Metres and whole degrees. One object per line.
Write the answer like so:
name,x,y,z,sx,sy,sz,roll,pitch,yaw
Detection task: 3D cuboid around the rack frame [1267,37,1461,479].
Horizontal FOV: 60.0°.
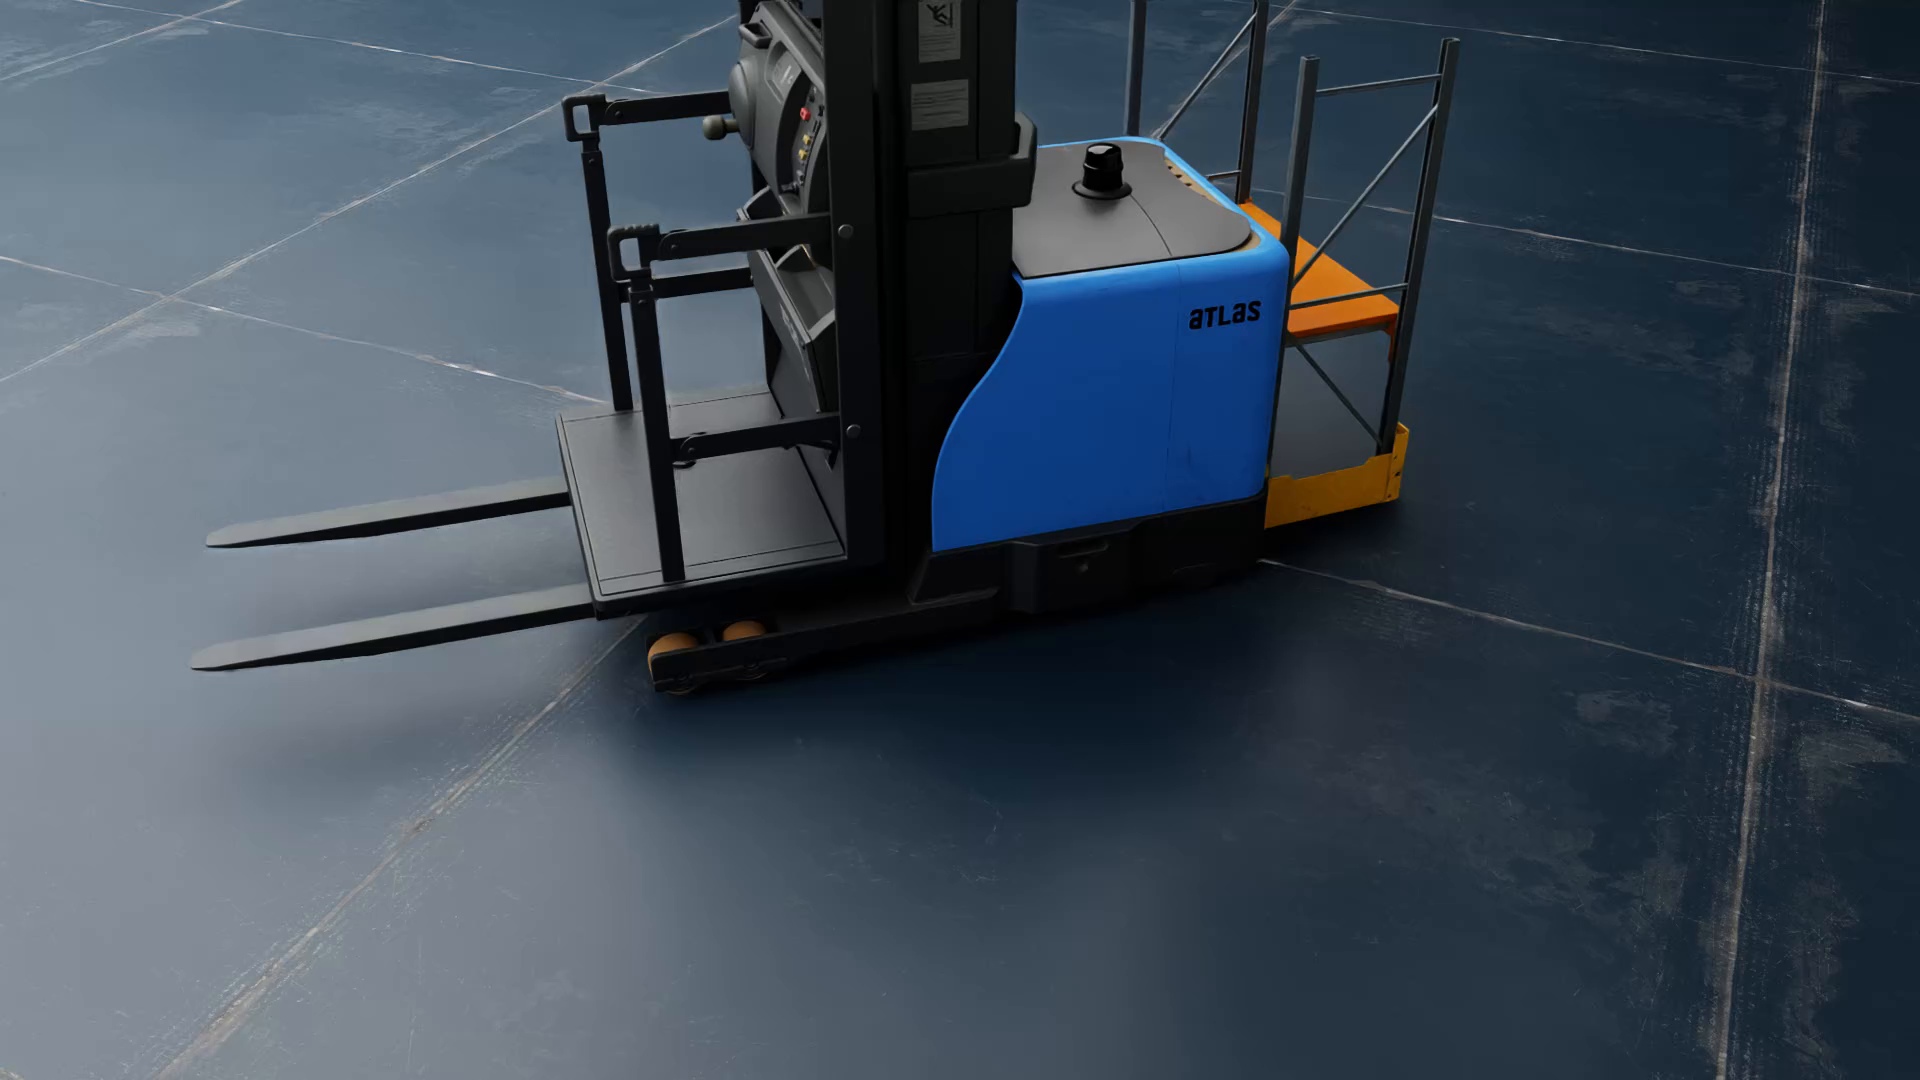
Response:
rack frame,1.160,-0.726,4.988,0.500,1.500,0.032,-12,35,-18

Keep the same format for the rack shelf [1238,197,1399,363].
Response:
rack shelf,0.973,-0.835,5.482,0.538,0.185,1.000,-12,35,-18

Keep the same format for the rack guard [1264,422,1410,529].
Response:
rack guard,1.158,-0.204,5.331,0.587,0.250,0.087,-12,35,-18

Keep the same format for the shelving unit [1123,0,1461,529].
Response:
shelving unit,0.977,-0.981,5.377,0.587,1.500,1.083,-12,35,-18

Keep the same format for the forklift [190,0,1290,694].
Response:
forklift,-0.658,-1.125,4.293,3.031,2.935,1.130,-10,34,-14

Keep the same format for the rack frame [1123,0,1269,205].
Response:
rack frame,0.787,-1.245,5.779,0.500,1.500,0.032,-12,35,-18
